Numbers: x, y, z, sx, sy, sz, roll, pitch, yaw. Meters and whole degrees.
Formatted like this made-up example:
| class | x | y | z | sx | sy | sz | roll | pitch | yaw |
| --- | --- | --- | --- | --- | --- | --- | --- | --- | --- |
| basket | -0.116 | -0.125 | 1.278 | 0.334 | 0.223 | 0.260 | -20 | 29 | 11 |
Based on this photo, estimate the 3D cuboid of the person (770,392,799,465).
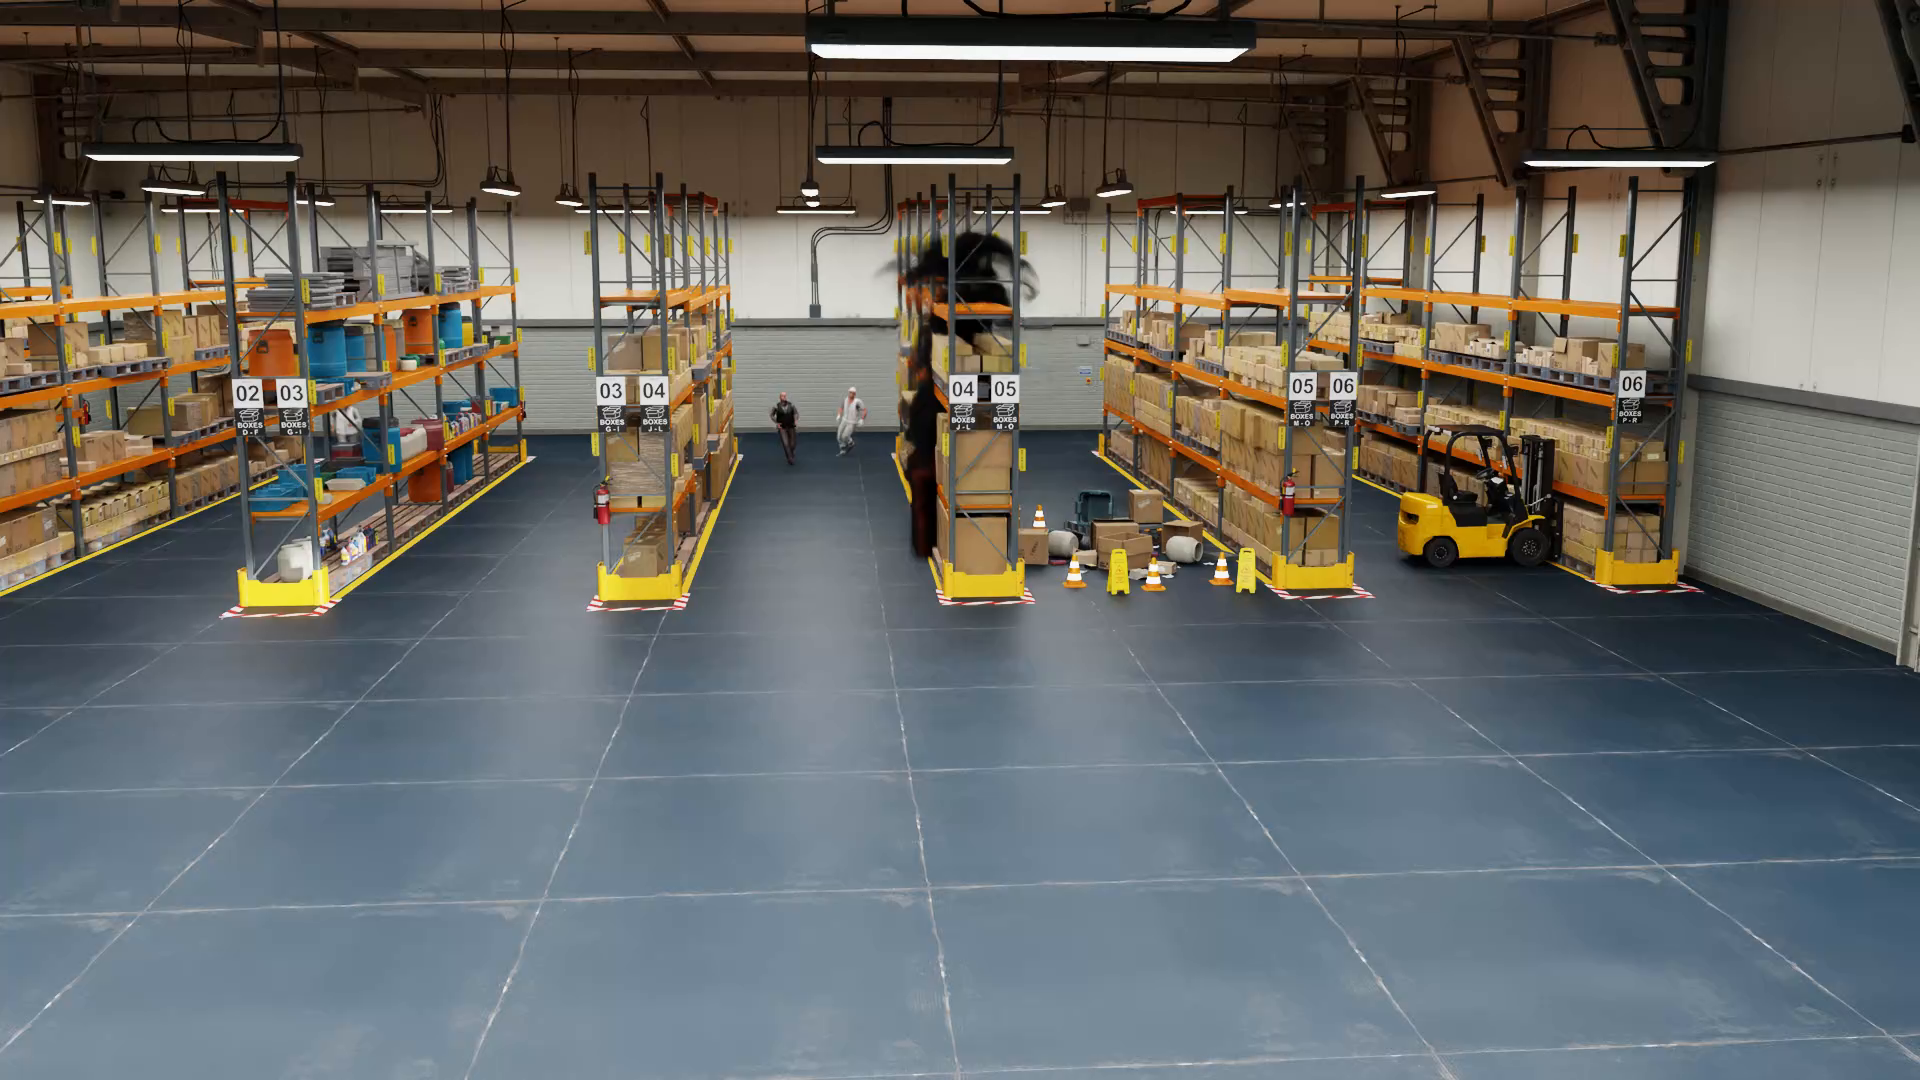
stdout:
| class | x | y | z | sx | sy | sz | roll | pitch | yaw |
| --- | --- | --- | --- | --- | --- | --- | --- | --- | --- |
| person | -4.068 | -2.598 | 38.616 | 0.681 | 1.682 | 0.667 | -3 | 10 | -16 |

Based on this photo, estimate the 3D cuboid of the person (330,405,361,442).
| class | x | y | z | sx | sy | sz | roll | pitch | yaw |
| --- | --- | --- | --- | --- | --- | --- | --- | --- | --- |
| person | -13.579 | -2.315 | 36.809 | 0.669 | 1.856 | 0.763 | -3 | 10 | -17 |

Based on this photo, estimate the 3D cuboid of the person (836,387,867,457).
| class | x | y | z | sx | sy | sz | roll | pitch | yaw |
| --- | --- | --- | --- | --- | --- | --- | --- | --- | --- |
| person | -2.630 | -2.828 | 39.947 | 0.753 | 1.680 | 0.559 | 6 | 12 | 30 |
